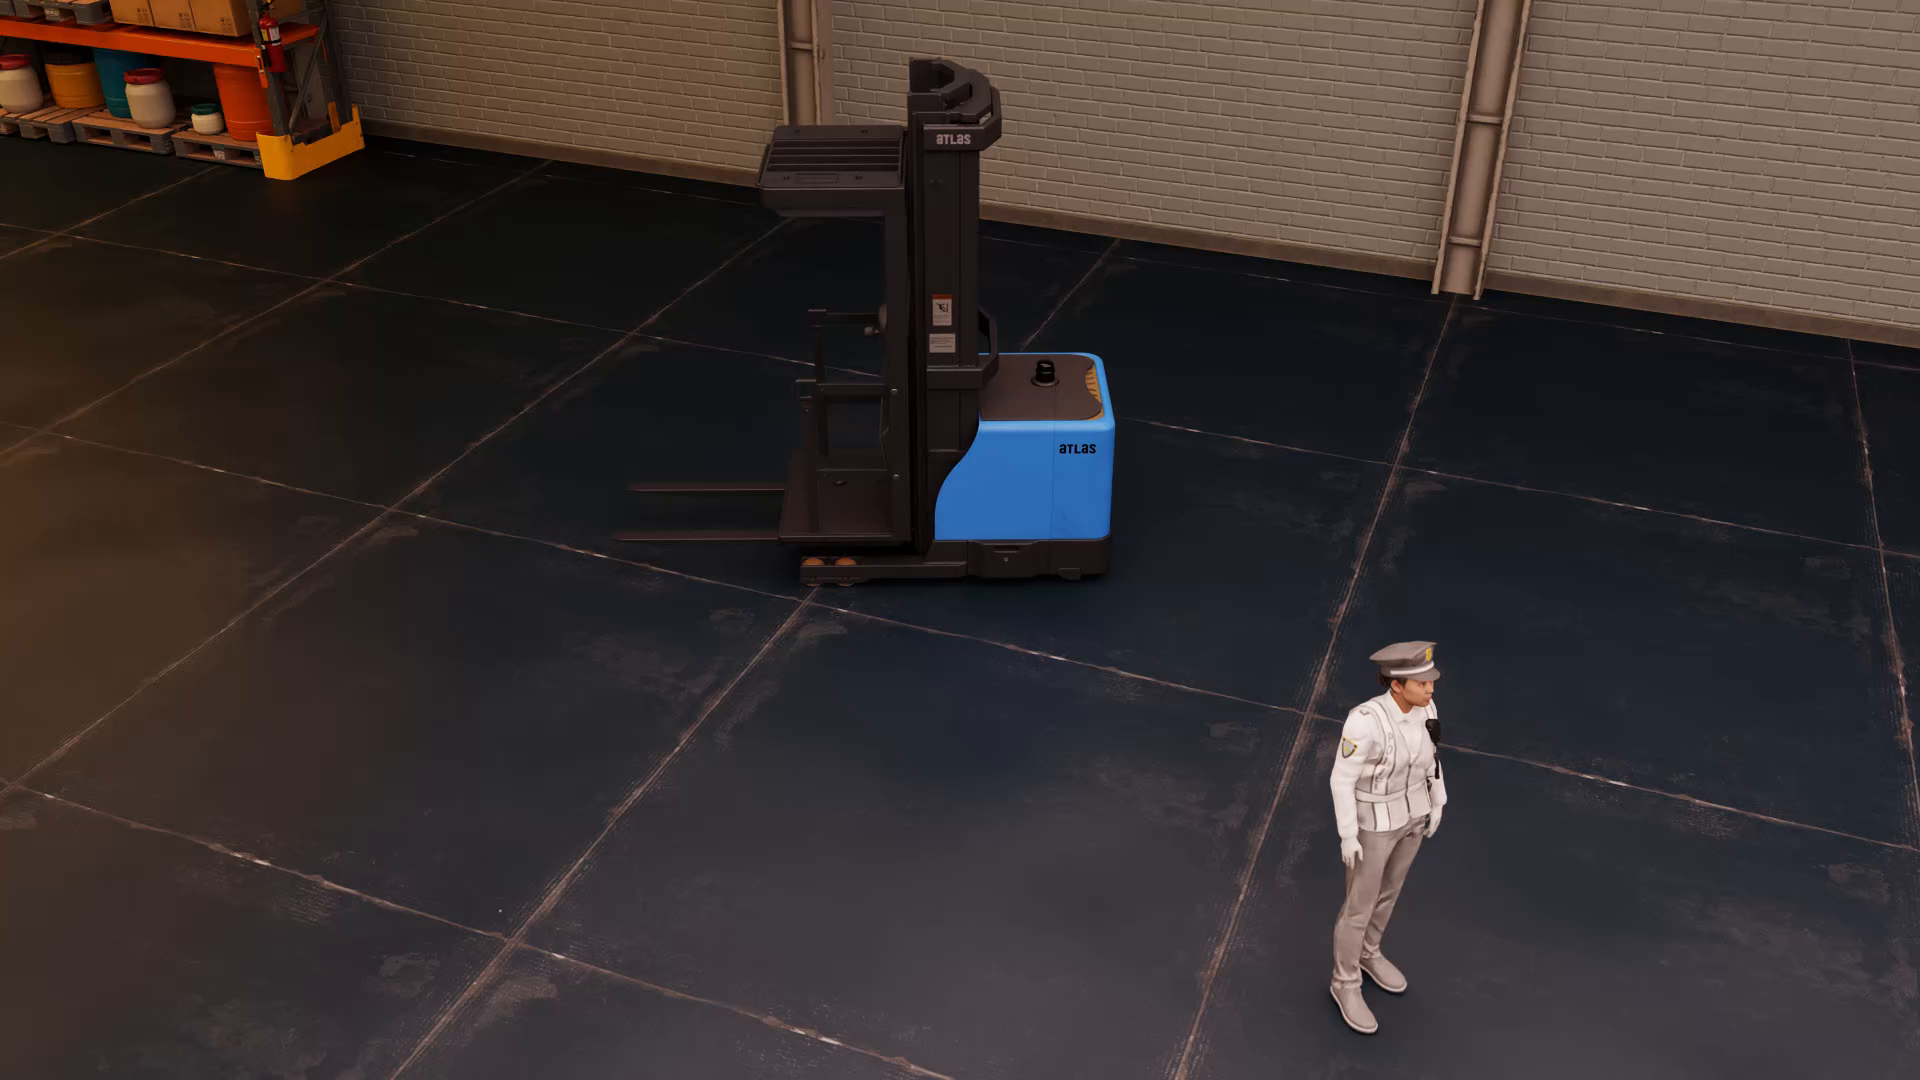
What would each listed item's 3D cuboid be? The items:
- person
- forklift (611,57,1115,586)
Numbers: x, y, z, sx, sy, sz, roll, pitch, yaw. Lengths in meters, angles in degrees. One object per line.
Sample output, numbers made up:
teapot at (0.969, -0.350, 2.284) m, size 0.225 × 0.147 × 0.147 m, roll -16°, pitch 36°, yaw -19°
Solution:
person at (1.811, 1.185, 6.886) m, size 0.586 × 1.695 × 0.533 m, roll -17°, pitch 35°, yaw -26°
forklift at (-0.609, -1.251, 9.736) m, size 3.031 × 2.935 × 1.130 m, roll 0°, pitch 31°, yaw -1°
